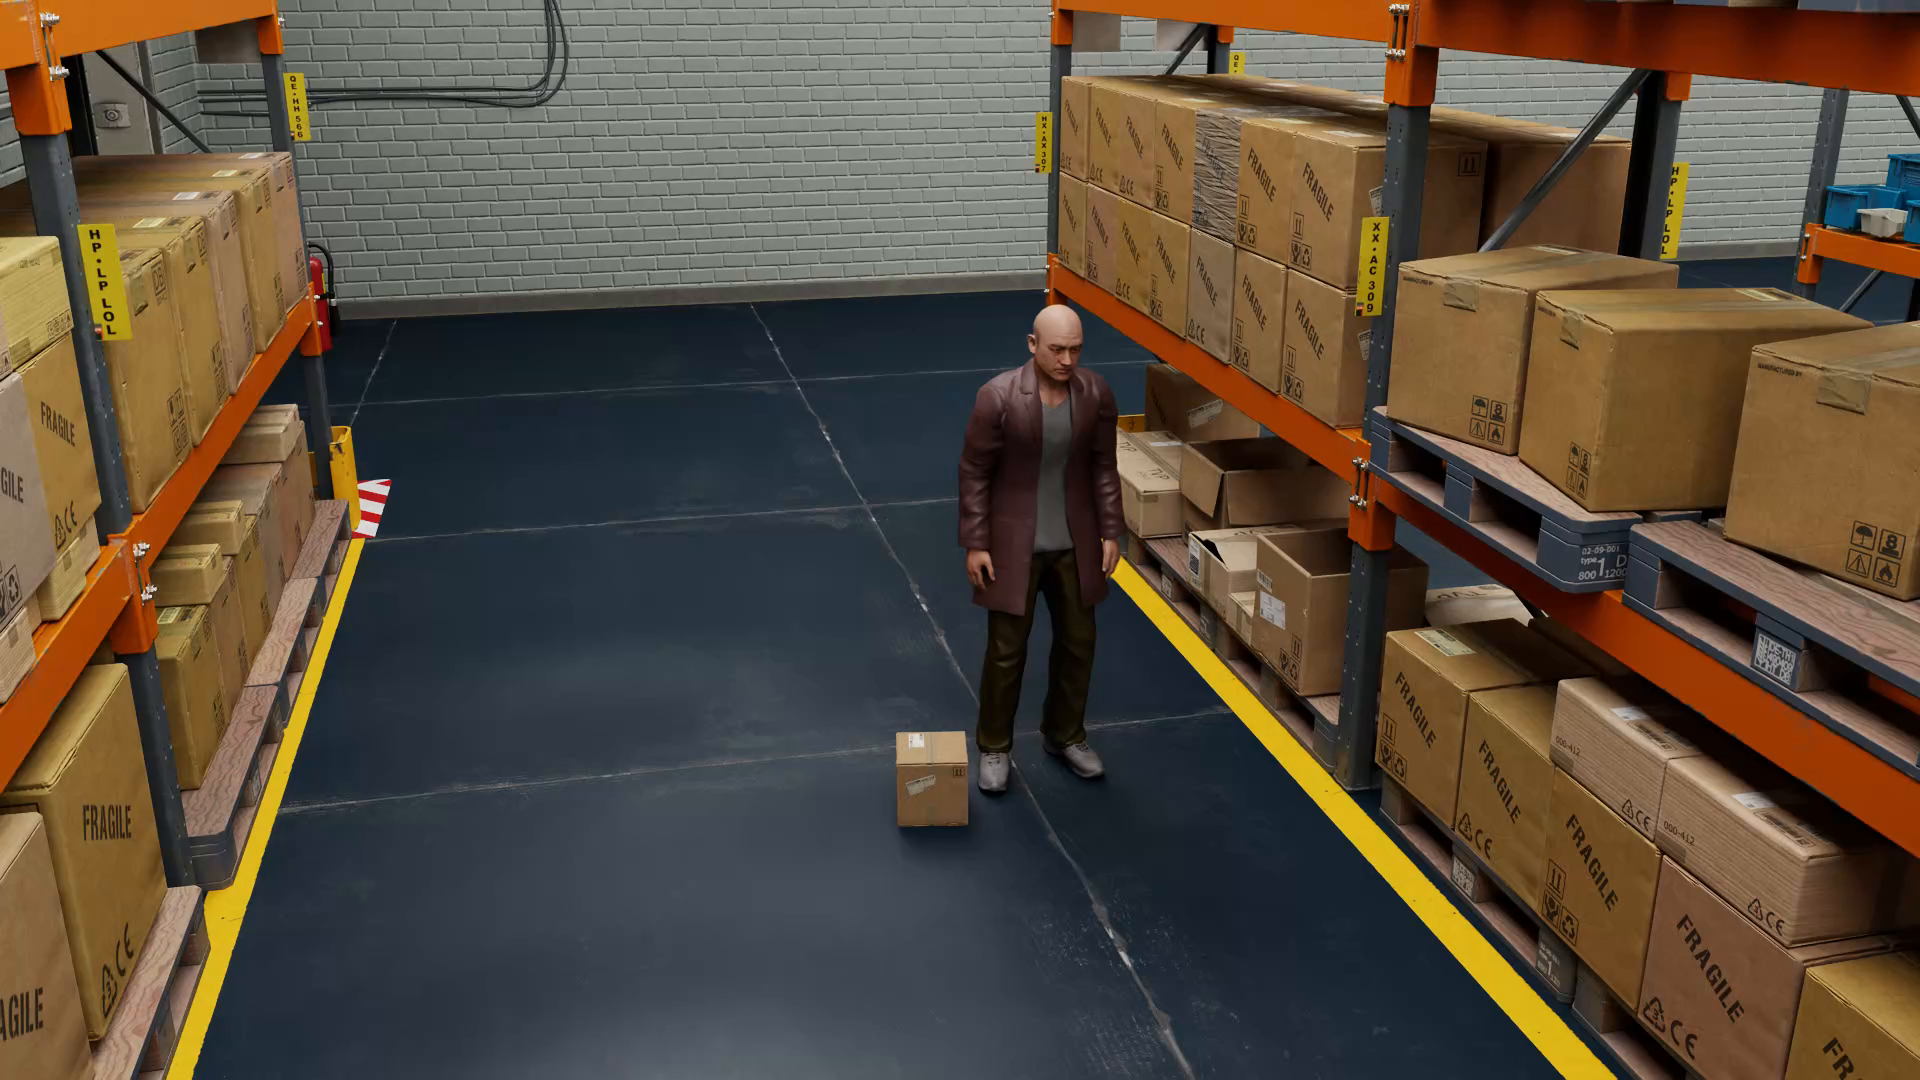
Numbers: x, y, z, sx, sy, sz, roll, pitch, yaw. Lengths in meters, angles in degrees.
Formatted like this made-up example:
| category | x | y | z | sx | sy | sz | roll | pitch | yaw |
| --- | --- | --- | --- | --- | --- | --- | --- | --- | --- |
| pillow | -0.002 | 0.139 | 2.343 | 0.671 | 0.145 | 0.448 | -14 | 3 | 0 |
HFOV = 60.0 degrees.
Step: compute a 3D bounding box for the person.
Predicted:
| category | x | y | z | sx | sy | sz | roll | pitch | yaw |
| --- | --- | --- | --- | --- | --- | --- | --- | --- | --- |
| person | 0.301 | 0.018 | 6.042 | 0.639 | 1.773 | 0.429 | -6 | 20 | -16 |
